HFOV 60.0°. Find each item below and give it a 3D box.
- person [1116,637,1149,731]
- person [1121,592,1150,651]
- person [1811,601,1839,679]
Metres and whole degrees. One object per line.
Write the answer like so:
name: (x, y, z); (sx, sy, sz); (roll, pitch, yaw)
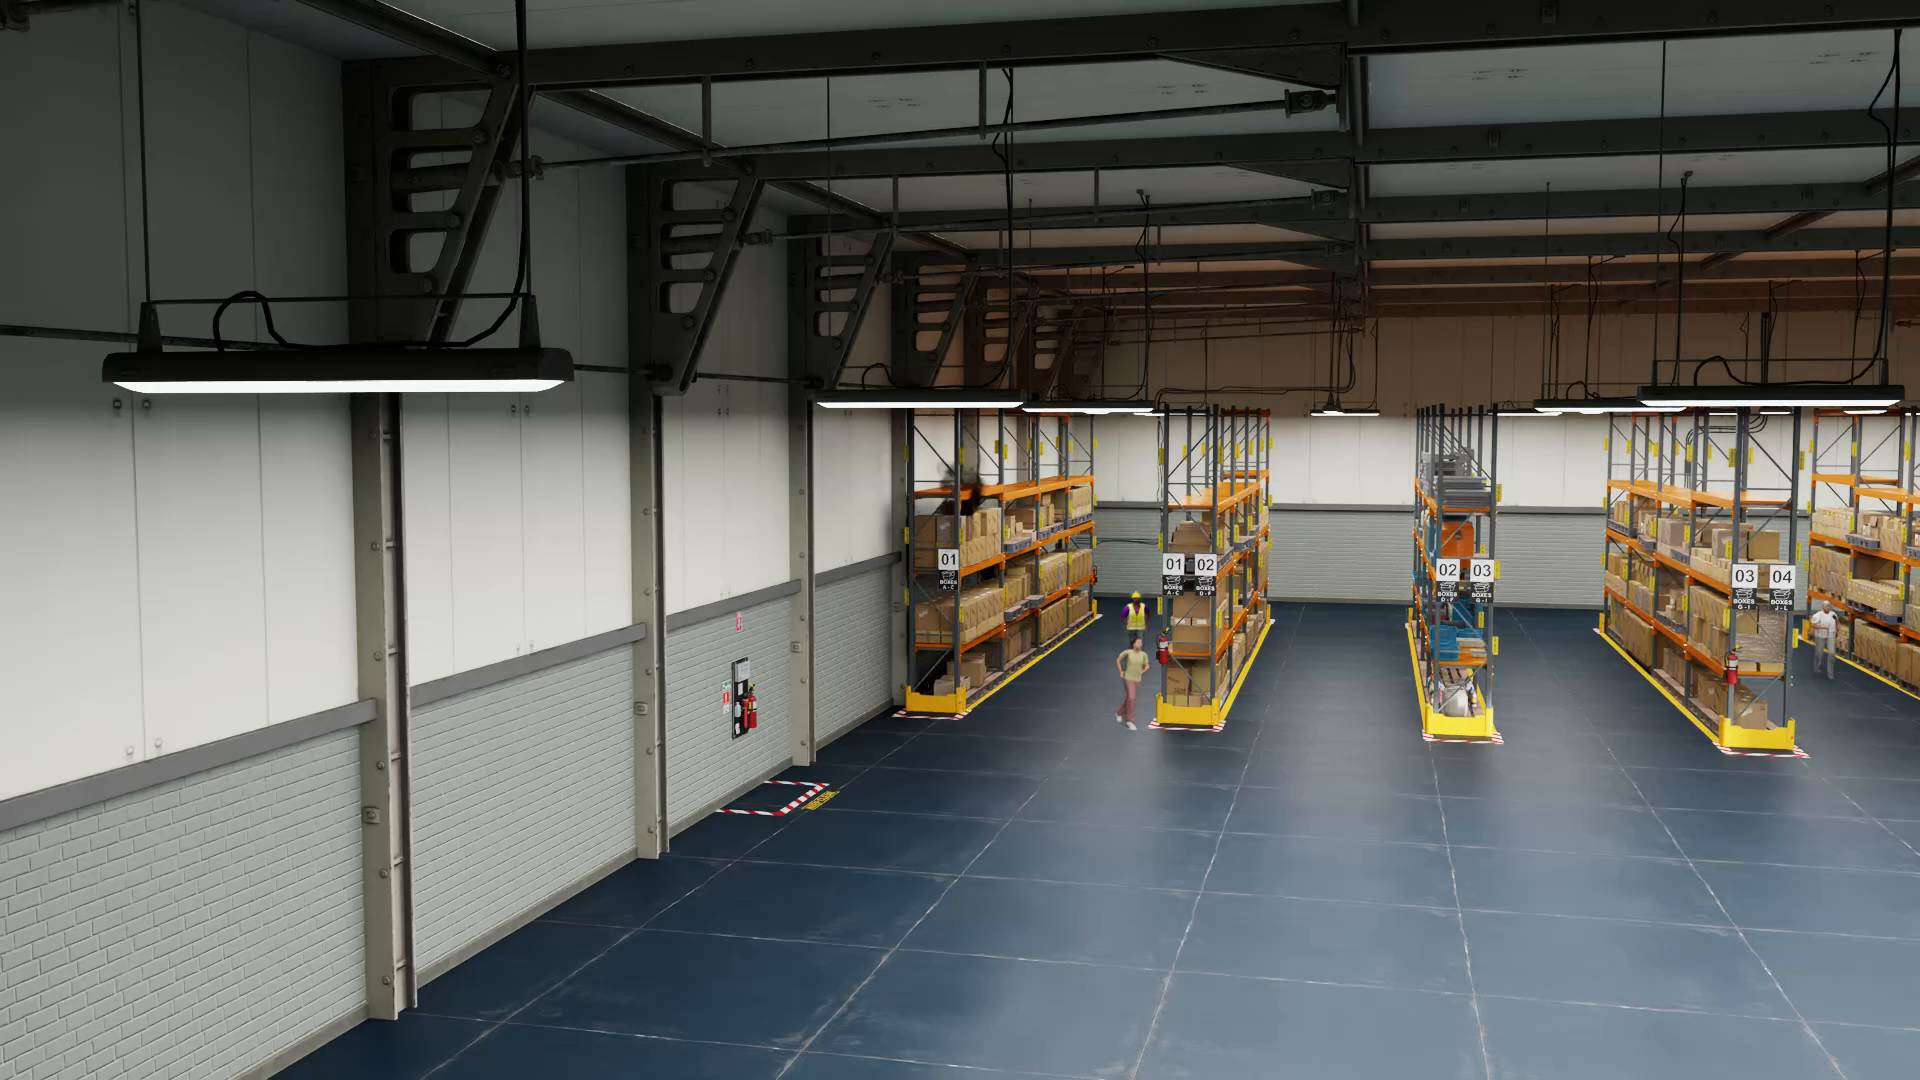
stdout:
person: (3.236, 2.632, 30.923); (0.571, 1.690, 0.822); (-2, 5, -23)
person: (4.042, 2.065, 38.236); (0.682, 1.762, 0.926); (0, 4, 1)
person: (19.215, 2.203, 36.953); (0.612, 1.733, 0.785); (1, 4, 15)
